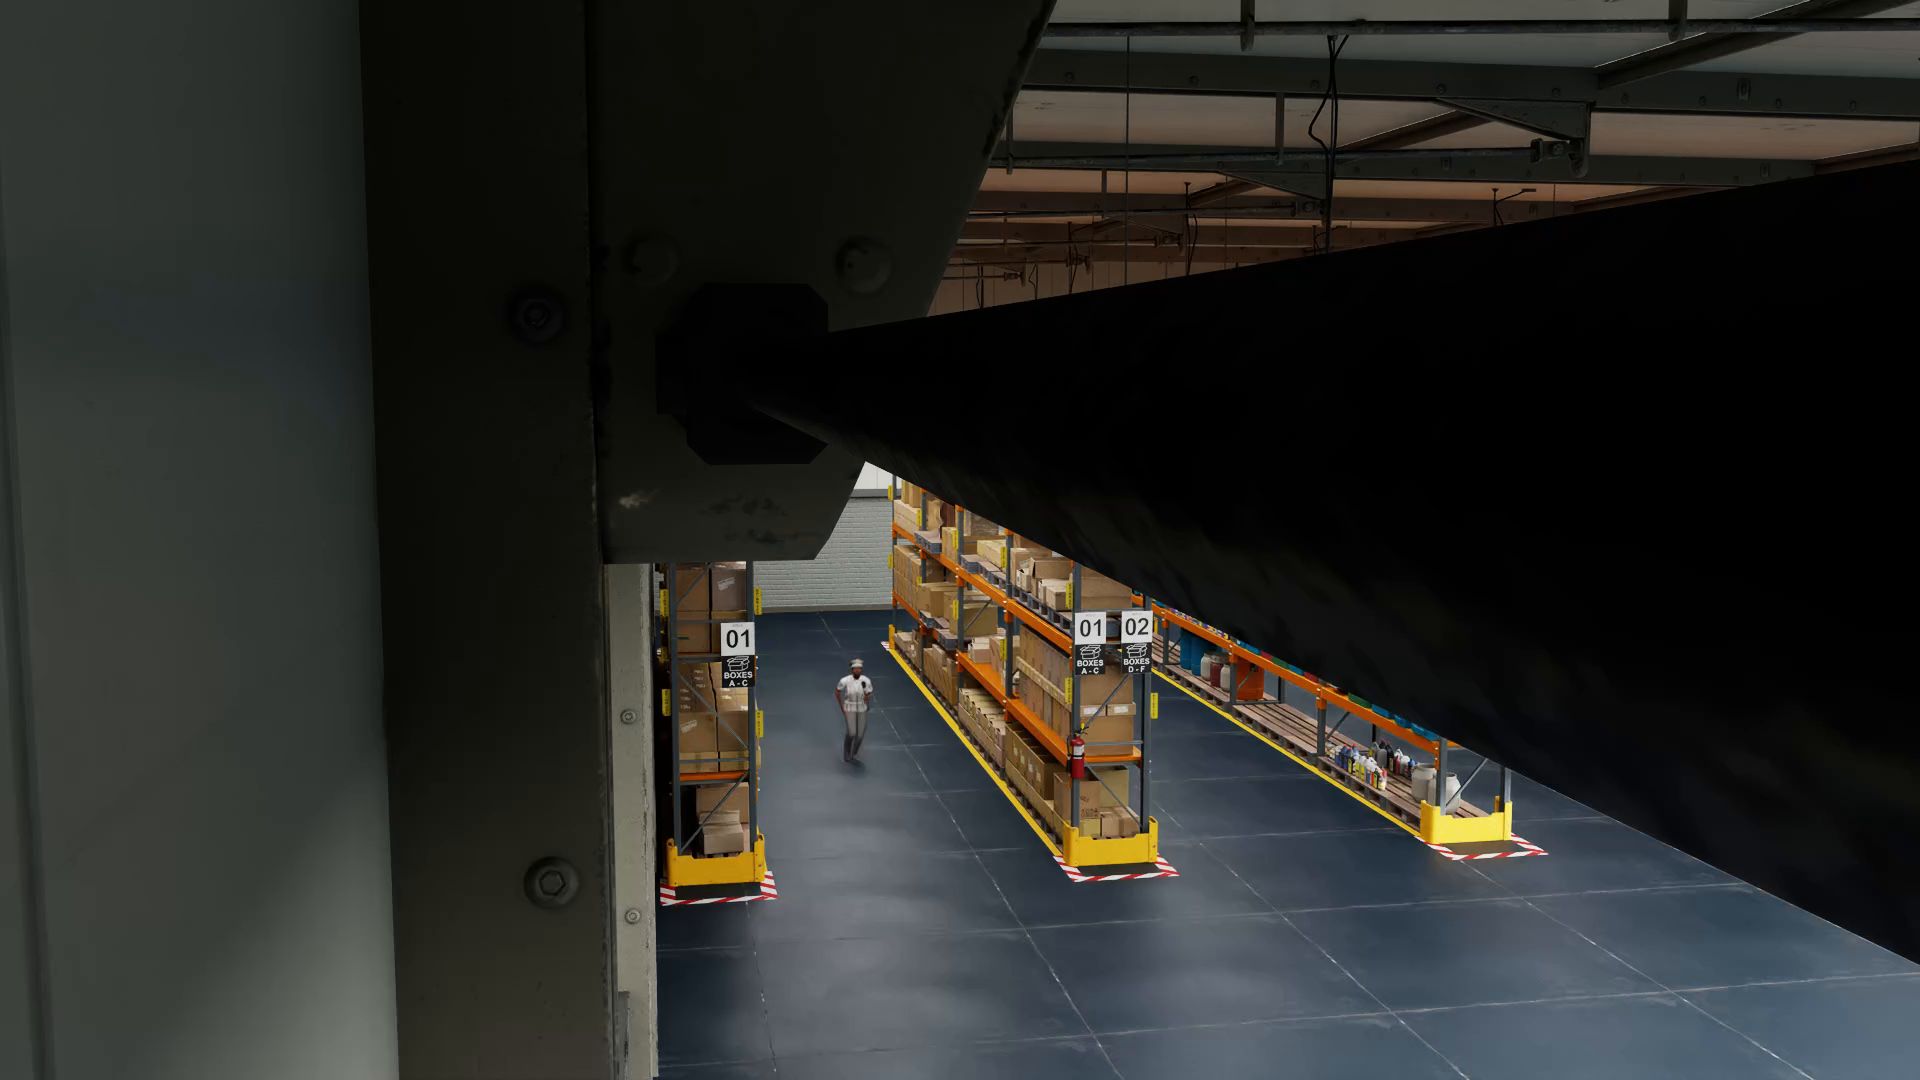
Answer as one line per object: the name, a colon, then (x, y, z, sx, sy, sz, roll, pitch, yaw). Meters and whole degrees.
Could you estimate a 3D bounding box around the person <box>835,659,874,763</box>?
person: (-1.631, 2.683, 26.071, 0.574, 1.663, 0.638, -2, 6, -16)
